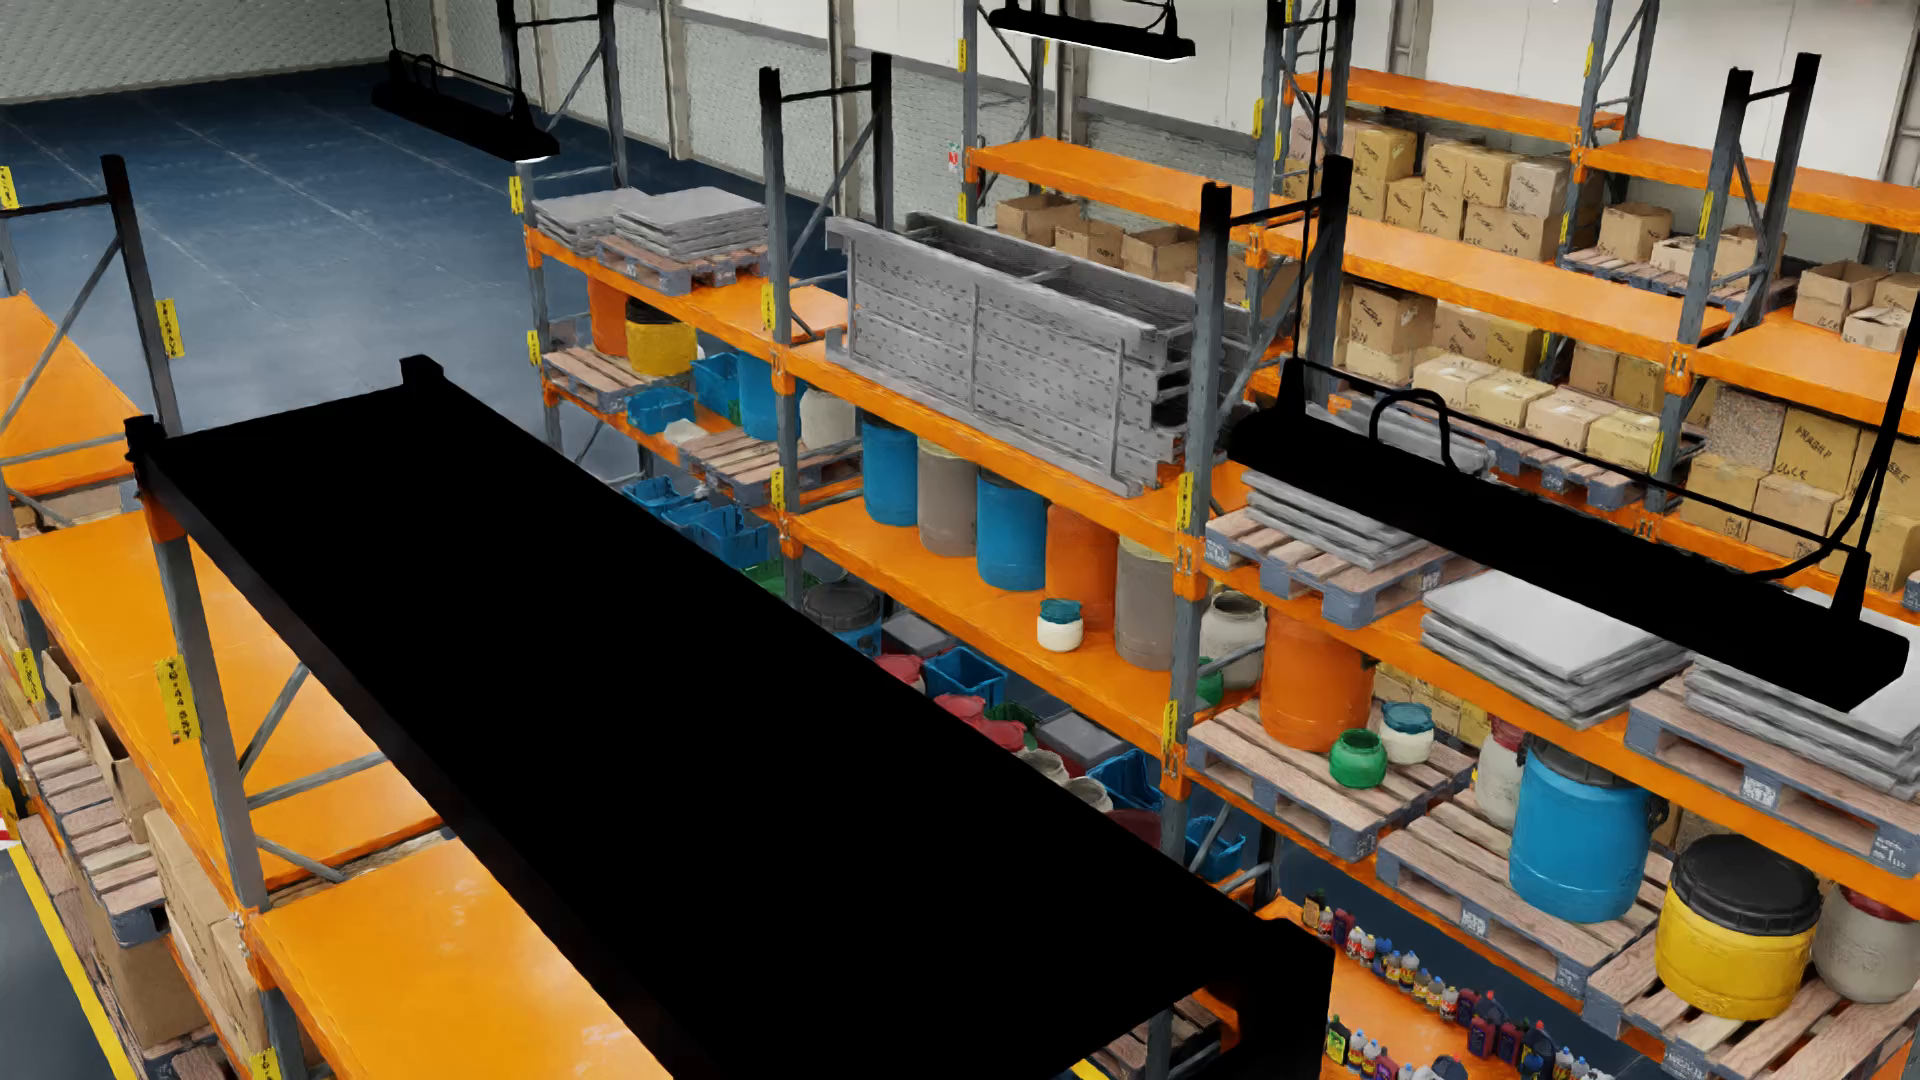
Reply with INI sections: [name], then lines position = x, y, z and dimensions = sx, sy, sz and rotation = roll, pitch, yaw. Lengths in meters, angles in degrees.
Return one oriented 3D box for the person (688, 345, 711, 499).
[person]
position = -2.963, -1.395, 19.091
dimensions = 0.493, 1.789, 0.645
rotation = -5, 26, -9
